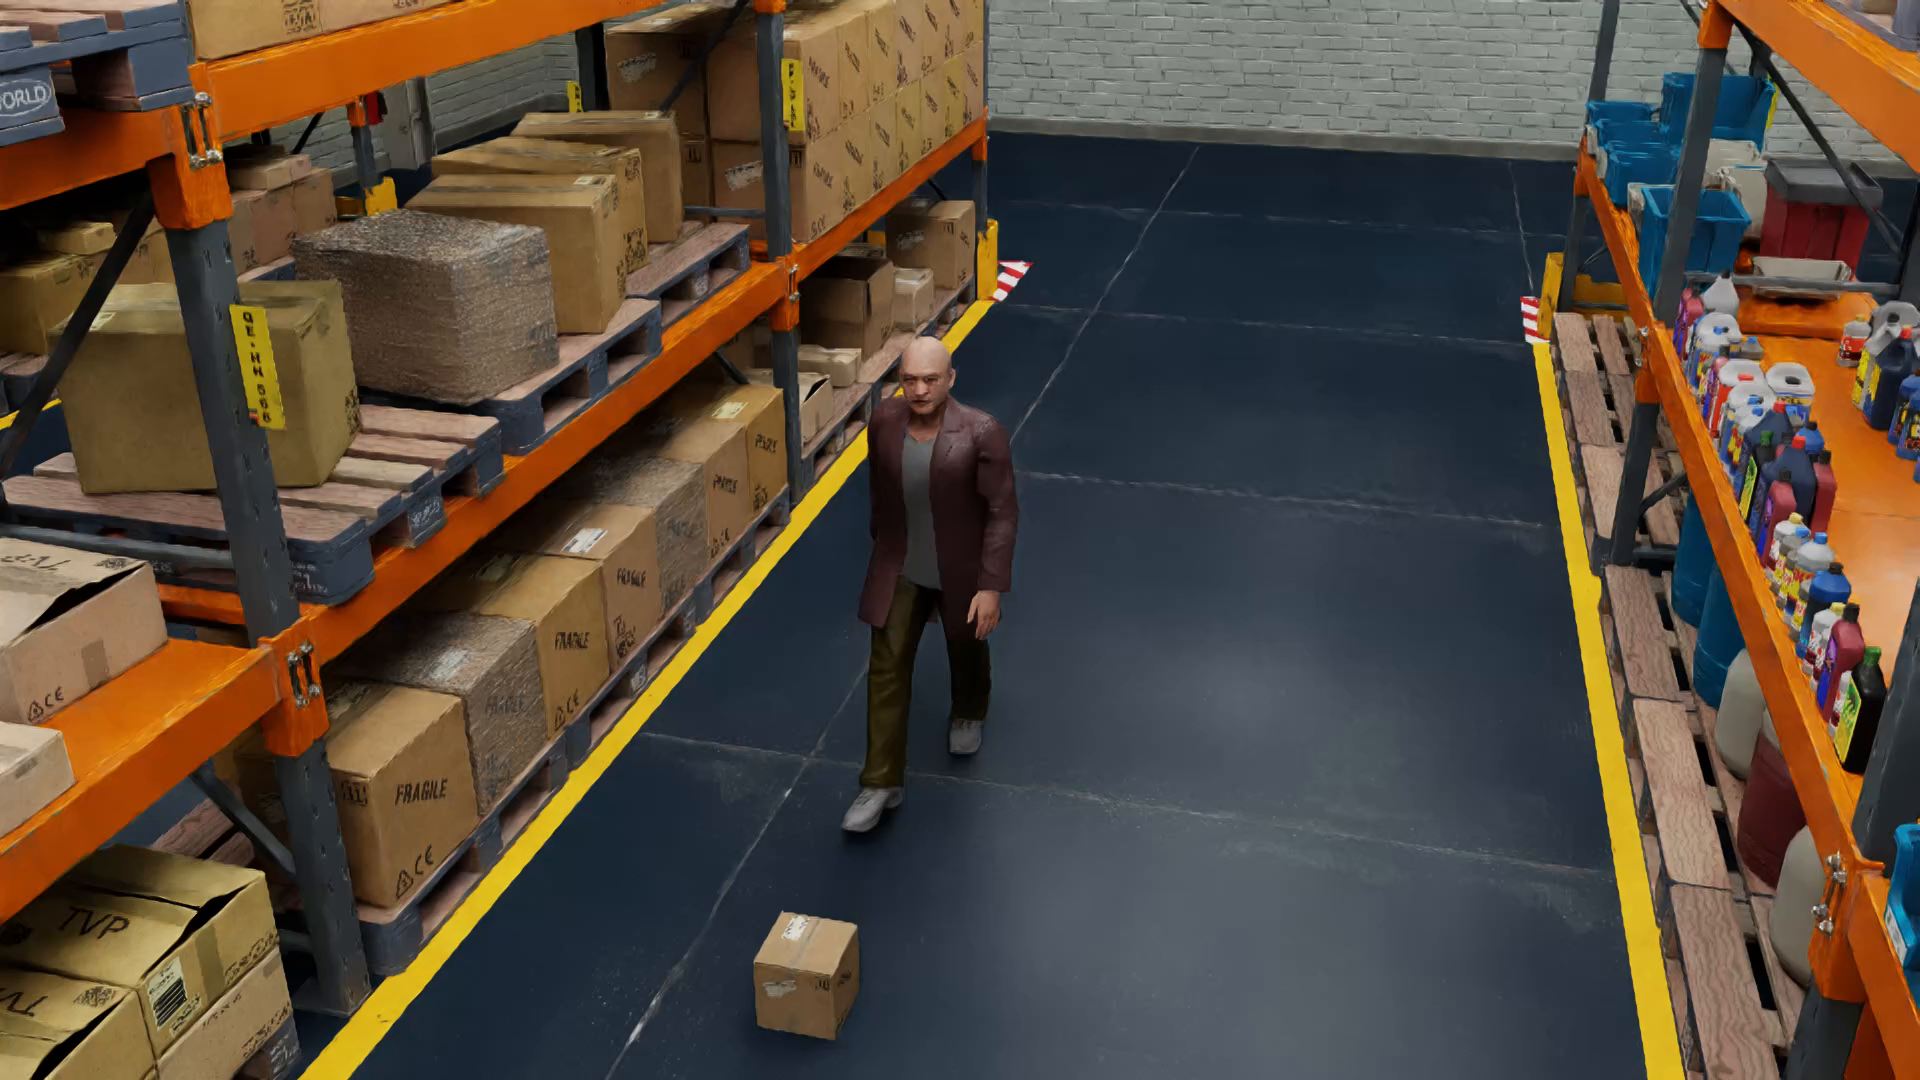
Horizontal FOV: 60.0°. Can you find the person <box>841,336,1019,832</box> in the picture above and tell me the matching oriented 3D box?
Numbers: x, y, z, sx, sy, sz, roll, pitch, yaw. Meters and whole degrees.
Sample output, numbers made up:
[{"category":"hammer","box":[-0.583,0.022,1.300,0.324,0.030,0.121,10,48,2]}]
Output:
[{"category":"person","box":[-0.100,0.114,5.873,0.624,1.724,1.029,7,26,15]}]
